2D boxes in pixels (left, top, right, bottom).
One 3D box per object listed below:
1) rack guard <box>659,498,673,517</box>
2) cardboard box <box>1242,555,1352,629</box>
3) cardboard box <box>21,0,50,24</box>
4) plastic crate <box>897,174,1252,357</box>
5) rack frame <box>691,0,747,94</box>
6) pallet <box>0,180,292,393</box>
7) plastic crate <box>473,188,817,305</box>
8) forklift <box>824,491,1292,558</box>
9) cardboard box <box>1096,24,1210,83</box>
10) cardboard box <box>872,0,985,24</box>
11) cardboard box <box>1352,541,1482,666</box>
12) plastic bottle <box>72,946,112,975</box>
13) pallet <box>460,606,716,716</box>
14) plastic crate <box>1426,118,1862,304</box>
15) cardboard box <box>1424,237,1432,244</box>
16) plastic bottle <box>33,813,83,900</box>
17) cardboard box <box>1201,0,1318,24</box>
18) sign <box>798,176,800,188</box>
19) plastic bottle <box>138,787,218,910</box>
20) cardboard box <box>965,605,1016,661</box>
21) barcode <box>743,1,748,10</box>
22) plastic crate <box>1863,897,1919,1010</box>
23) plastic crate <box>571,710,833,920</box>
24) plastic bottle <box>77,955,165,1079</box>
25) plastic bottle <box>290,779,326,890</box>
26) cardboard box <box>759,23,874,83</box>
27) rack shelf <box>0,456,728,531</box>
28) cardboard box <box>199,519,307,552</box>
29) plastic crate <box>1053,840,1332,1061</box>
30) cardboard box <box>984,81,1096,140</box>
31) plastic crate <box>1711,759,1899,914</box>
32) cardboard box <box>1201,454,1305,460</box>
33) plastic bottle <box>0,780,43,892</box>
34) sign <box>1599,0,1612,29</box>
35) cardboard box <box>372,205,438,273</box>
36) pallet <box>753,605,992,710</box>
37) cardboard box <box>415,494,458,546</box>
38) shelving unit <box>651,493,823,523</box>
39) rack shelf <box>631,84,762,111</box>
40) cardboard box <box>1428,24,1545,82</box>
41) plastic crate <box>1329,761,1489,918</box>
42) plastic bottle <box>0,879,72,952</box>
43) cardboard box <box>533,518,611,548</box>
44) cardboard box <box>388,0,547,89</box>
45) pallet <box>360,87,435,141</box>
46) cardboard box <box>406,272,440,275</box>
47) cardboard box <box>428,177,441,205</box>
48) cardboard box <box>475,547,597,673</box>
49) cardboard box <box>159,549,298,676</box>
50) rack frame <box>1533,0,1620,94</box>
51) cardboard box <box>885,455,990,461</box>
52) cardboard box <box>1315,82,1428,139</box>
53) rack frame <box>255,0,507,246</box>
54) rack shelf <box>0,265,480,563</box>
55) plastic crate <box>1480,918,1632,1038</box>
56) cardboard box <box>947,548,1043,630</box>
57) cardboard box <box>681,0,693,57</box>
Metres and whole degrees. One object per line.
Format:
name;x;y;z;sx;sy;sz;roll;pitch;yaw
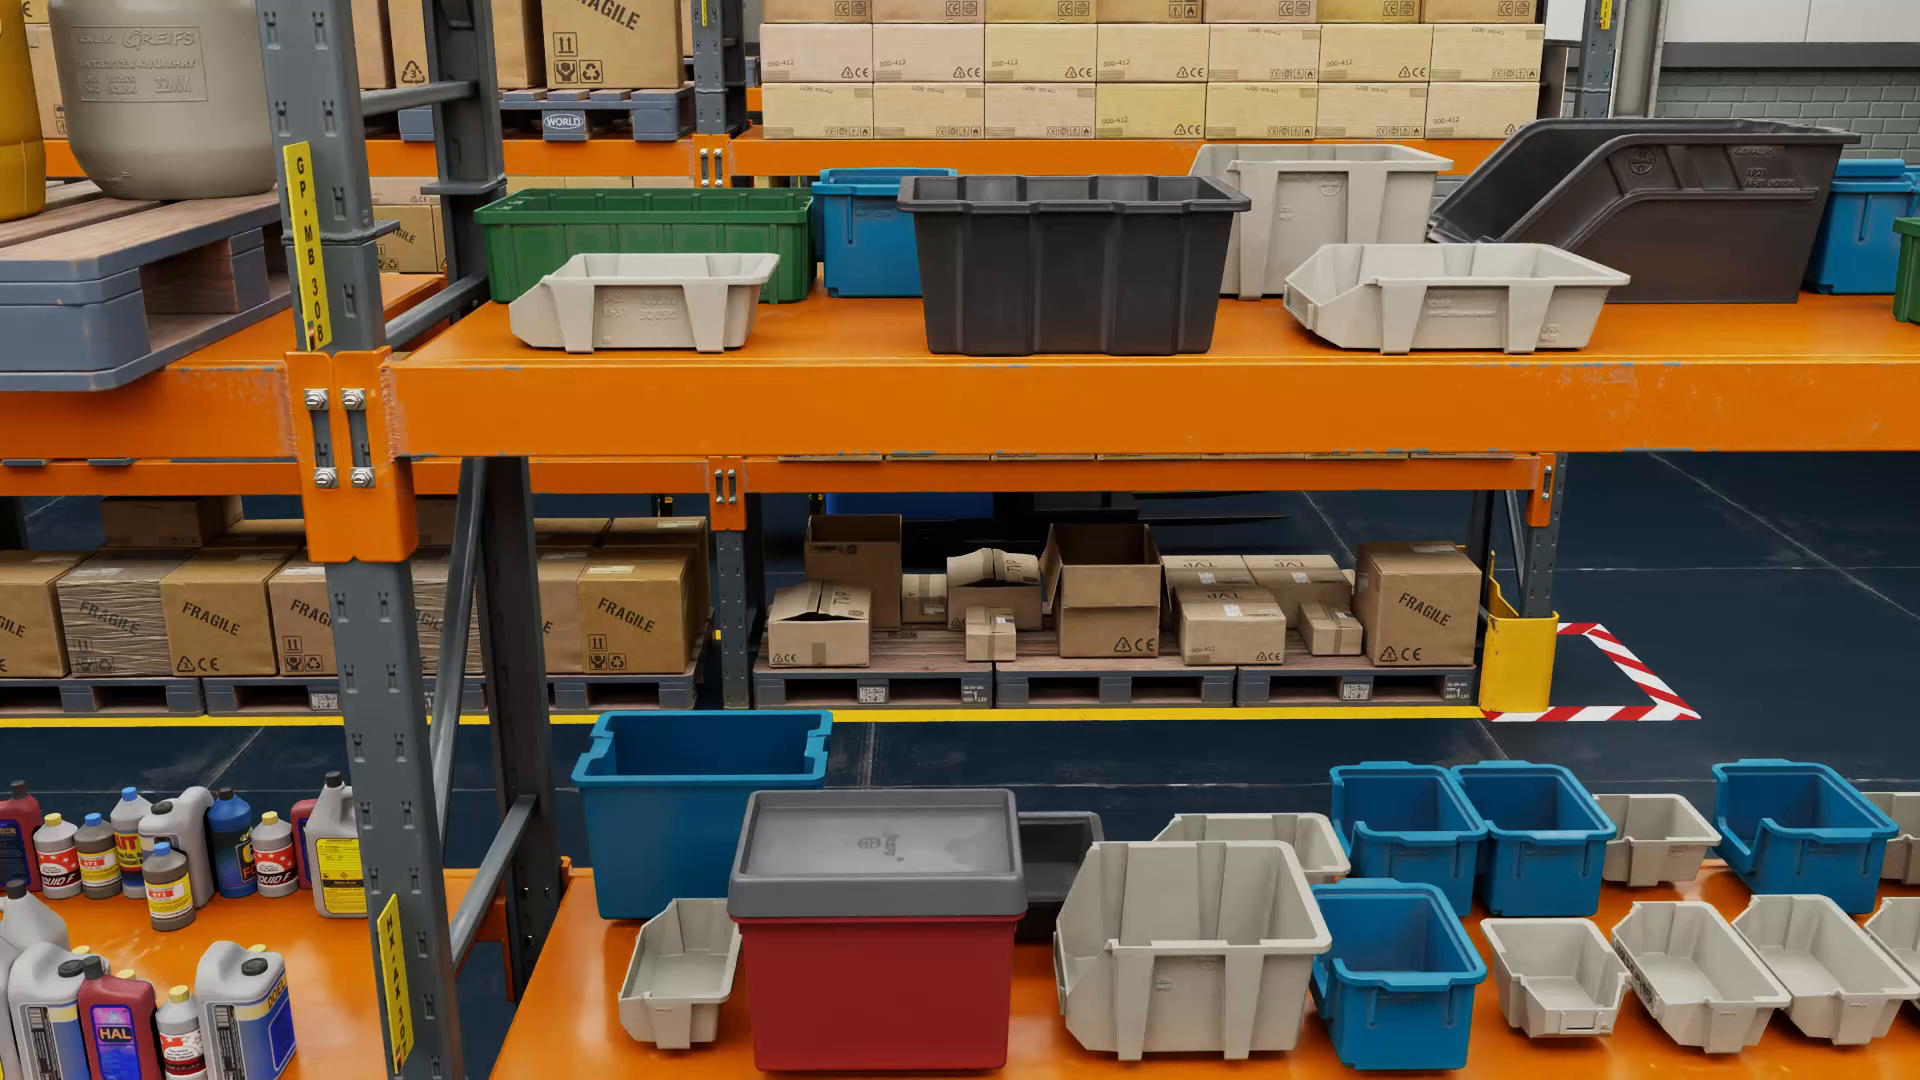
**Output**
rack guard;-1.942;-0.074;10.870;0.087;0.250;0.587;-1;18;-4
cardboard box;1.818;0.278;9.051;0.500;0.250;0.500;0;18;-1
cardboard box;-4.187;-2.656;7.706;0.500;0.500;0.500;0;18;-1
plastic crate;0.188;-0.496;2.987;0.590;0.269;0.497;0;18;-1
rack frame;-1.133;-3.577;7.468;0.127;3.000;1.000;0;18;-1
pallet;-1.841;-0.513;3.134;1.003;0.211;1.213;0;18;-1
plastic crate;-0.640;-0.630;3.536;0.662;0.188;0.450;0;18;-1
forklift;0.628;-1.408;10.640;3.031;2.935;1.130;-1;18;-4
cardboard box;0.857;-2.247;7.657;0.500;0.250;0.500;0;18;-1
cardboard box;-0.146;-2.646;7.674;0.500;0.500;0.700;0;18;-1
cardboard box;2.326;0.318;8.516;0.500;0.500;0.500;0;18;-1
plastic bottle;-1.834;0.951;3.498;0.097;0.201;0.097;0;18;0
pallet;-1.946;0.622;8.762;1.213;0.211;1.003;0;18;-1
plastic crate;1.409;-0.703;3.518;0.767;0.338;0.504;0;18;-1
cardboard box;2.426;-1.178;8.008;0.500;0.500;0.500;0;18;-1
plastic bottle;-2.205;0.767;4.070;0.097;0.201;0.097;0;18;0
cardboard box;1.353;-2.673;7.758;0.500;0.500;0.700;0;18;-1
sign;-1.197;-2.582;12.419;0.005;0.325;0.100;0;18;-1
plastic bottle;-1.894;0.739;4.037;0.135;0.276;0.152;0;18;-1
cardboard box;0.155;0.476;8.572;0.250;0.166;0.380;0;18;-1
barcode;-1.670;-4.116;12.814;0.075;0.075;0.001;1;18;4
plastic crate;2.128;0.929;3.575;0.243;0.136;0.396;0;18;-1
plastic crate;-0.597;0.665;3.993;0.575;0.384;0.392;0;18;-1
plastic bottle;-1.678;0.963;3.325;0.133;0.283;0.061;0;18;-1
plastic bottle;-1.566;0.720;4.084;0.133;0.283;0.061;0;18;-1
cardboard box;-0.643;-2.242;7.643;0.500;0.250;0.500;0;18;-1
rack shelf;-3.133;-0.369;8.464;4.000;0.370;1.077;0;18;-1
cardboard box;-3.684;0.201;8.883;0.500;0.500;0.500;-1;18;-3
plastic crate;0.471;0.869;3.524;0.530;0.282;0.437;0;18;-1
cardboard box;0.357;-2.008;7.730;0.500;0.250;0.500;0;18;-1
plastic crate;2.030;0.728;4.044;0.300;0.233;0.416;0;18;-1
cardboard box;1.405;-0.698;8.150;0.500;0.500;0.500;0;18;0
plastic bottle;-2.320;0.723;4.073;0.133;0.283;0.061;0;18;-1
sign;2.855;-2.420;7.322;0.005;0.325;0.100;0;18;-1
cardboard box;-4.201;-2.337;12.739;0.500;0.500;0.500;0;18;1
pallet;-0.447;0.604;8.819;1.213;0.211;1.003;0;18;-1
cardboard box;-2.621;-0.164;8.794;0.500;0.250;0.500;0;18;-1
shelving unit;-1.445;-0.680;10.712;1.083;1.500;0.587;-1;18;-4
rack shelf;-3.215;-3.310;12.722;4.000;0.370;1.077;0;18;-1
cardboard box;2.357;-2.255;7.682;0.500;0.250;0.500;0;18;-1
plastic crate;1.072;0.732;4.030;0.300;0.233;0.416;0;18;-1
plastic bottle;-1.975;0.876;3.487;0.185;0.351;0.144;0;18;-1
cardboard box;-2.154;0.194;8.905;0.500;0.500;0.500;0;18;0
cardboard box;-2.306;-2.454;7.862;0.600;0.600;0.600;0;18;-1
pallet;-2.823;-2.072;7.993;1.003;0.211;1.213;0;18;-1
cardboard box;-4.113;-2.048;12.900;0.250;0.149;0.380;0;18;-1
cardboard box;-3.719;-2.700;12.643;0.500;0.250;0.500;0;18;0
cardboard box;-2.117;0.350;8.419;0.500;0.500;0.500;0;18;-1
cardboard box;-3.648;0.359;8.389;0.500;0.500;0.500;-1;18;-2
rack frame;2.866;-3.597;7.528;0.127;3.000;1.000;0;18;-1
cardboard box;-0.107;-0.691;8.128;0.500;0.500;0.500;0;18;0
cardboard box;1.857;-2.015;7.753;0.500;0.250;0.500;0;18;-1
rack frame;-1.059;-2.065;2.752;0.127;3.000;1.000;0;18;-1
rack shelf;-3.059;-0.284;3.290;4.000;0.370;1.077;0;18;-1
plastic crate;1.264;0.942;3.534;0.250;0.136;0.298;0;18;-1
cardboard box;0.182;0.257;9.017;0.500;0.311;0.500;0;18;-1
cardboard box;-2.097;-3.948;12.651;0.500;0.500;0.700;-1;18;-4
